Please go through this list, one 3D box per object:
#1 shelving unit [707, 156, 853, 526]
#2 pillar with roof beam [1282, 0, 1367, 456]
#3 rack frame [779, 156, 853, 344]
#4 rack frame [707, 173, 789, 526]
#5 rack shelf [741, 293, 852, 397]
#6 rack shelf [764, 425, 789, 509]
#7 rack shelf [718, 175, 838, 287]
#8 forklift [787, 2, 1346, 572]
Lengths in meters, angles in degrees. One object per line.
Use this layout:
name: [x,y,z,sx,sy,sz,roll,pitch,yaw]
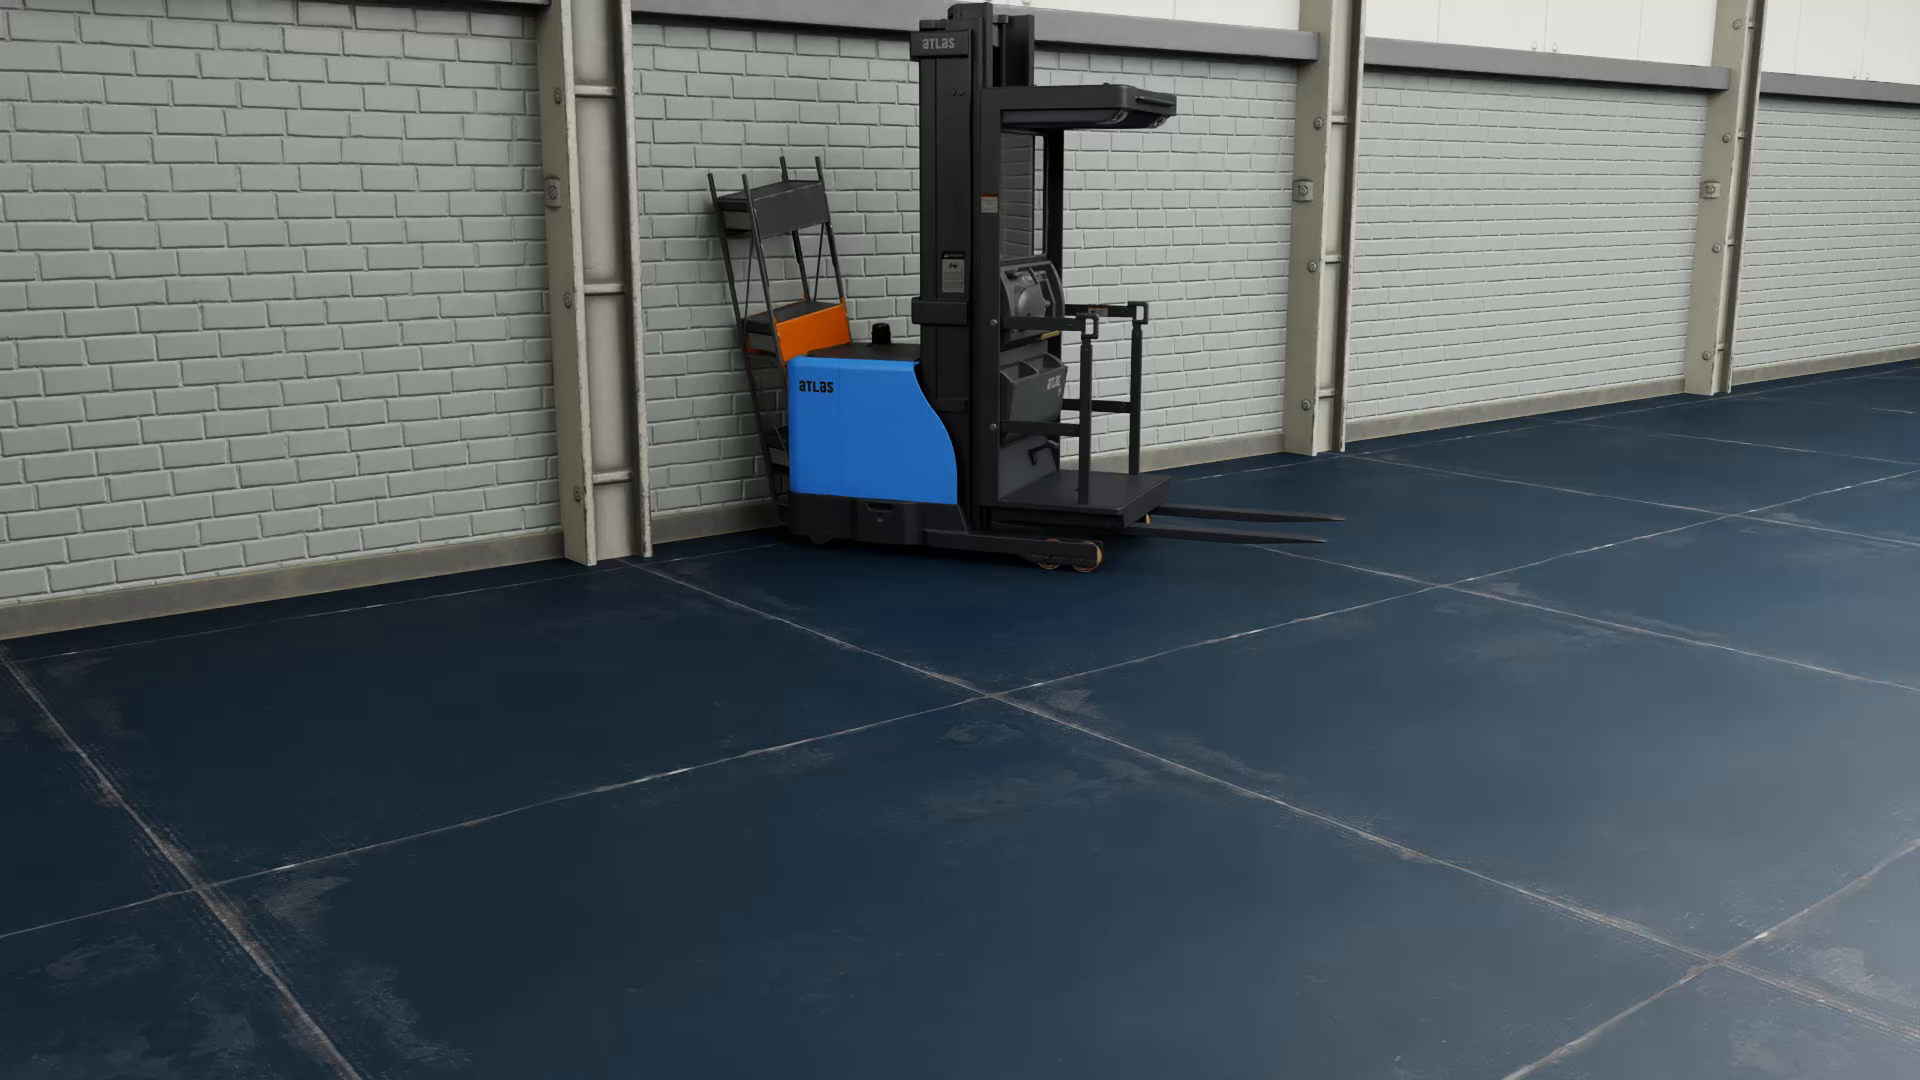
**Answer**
shelving unit: [-0.944,-1.121,9.650,0.503,2.100,0.431,-23,24,-34]
pillar with roof beam: [5.423,-4.393,8.654,0.400,9.000,9.100,-9,15,-38]
rack frame: [-0.757,-1.200,9.786,0.015,2.100,0.400,-23,24,-34]
rack frame: [-1.130,-1.042,9.514,0.015,2.100,0.400,-23,24,-34]
rack shelf: [-0.942,-1.108,9.655,0.480,0.518,0.431,-23,24,-34]
rack shelf: [-0.838,-0.458,9.891,0.480,0.518,0.431,-23,24,-34]
rack shelf: [-1.045,-1.759,9.418,0.480,0.518,0.431,-23,24,-34]
forklift: [0.587,-1.386,9.101,3.031,2.935,1.130,5,13,21]
